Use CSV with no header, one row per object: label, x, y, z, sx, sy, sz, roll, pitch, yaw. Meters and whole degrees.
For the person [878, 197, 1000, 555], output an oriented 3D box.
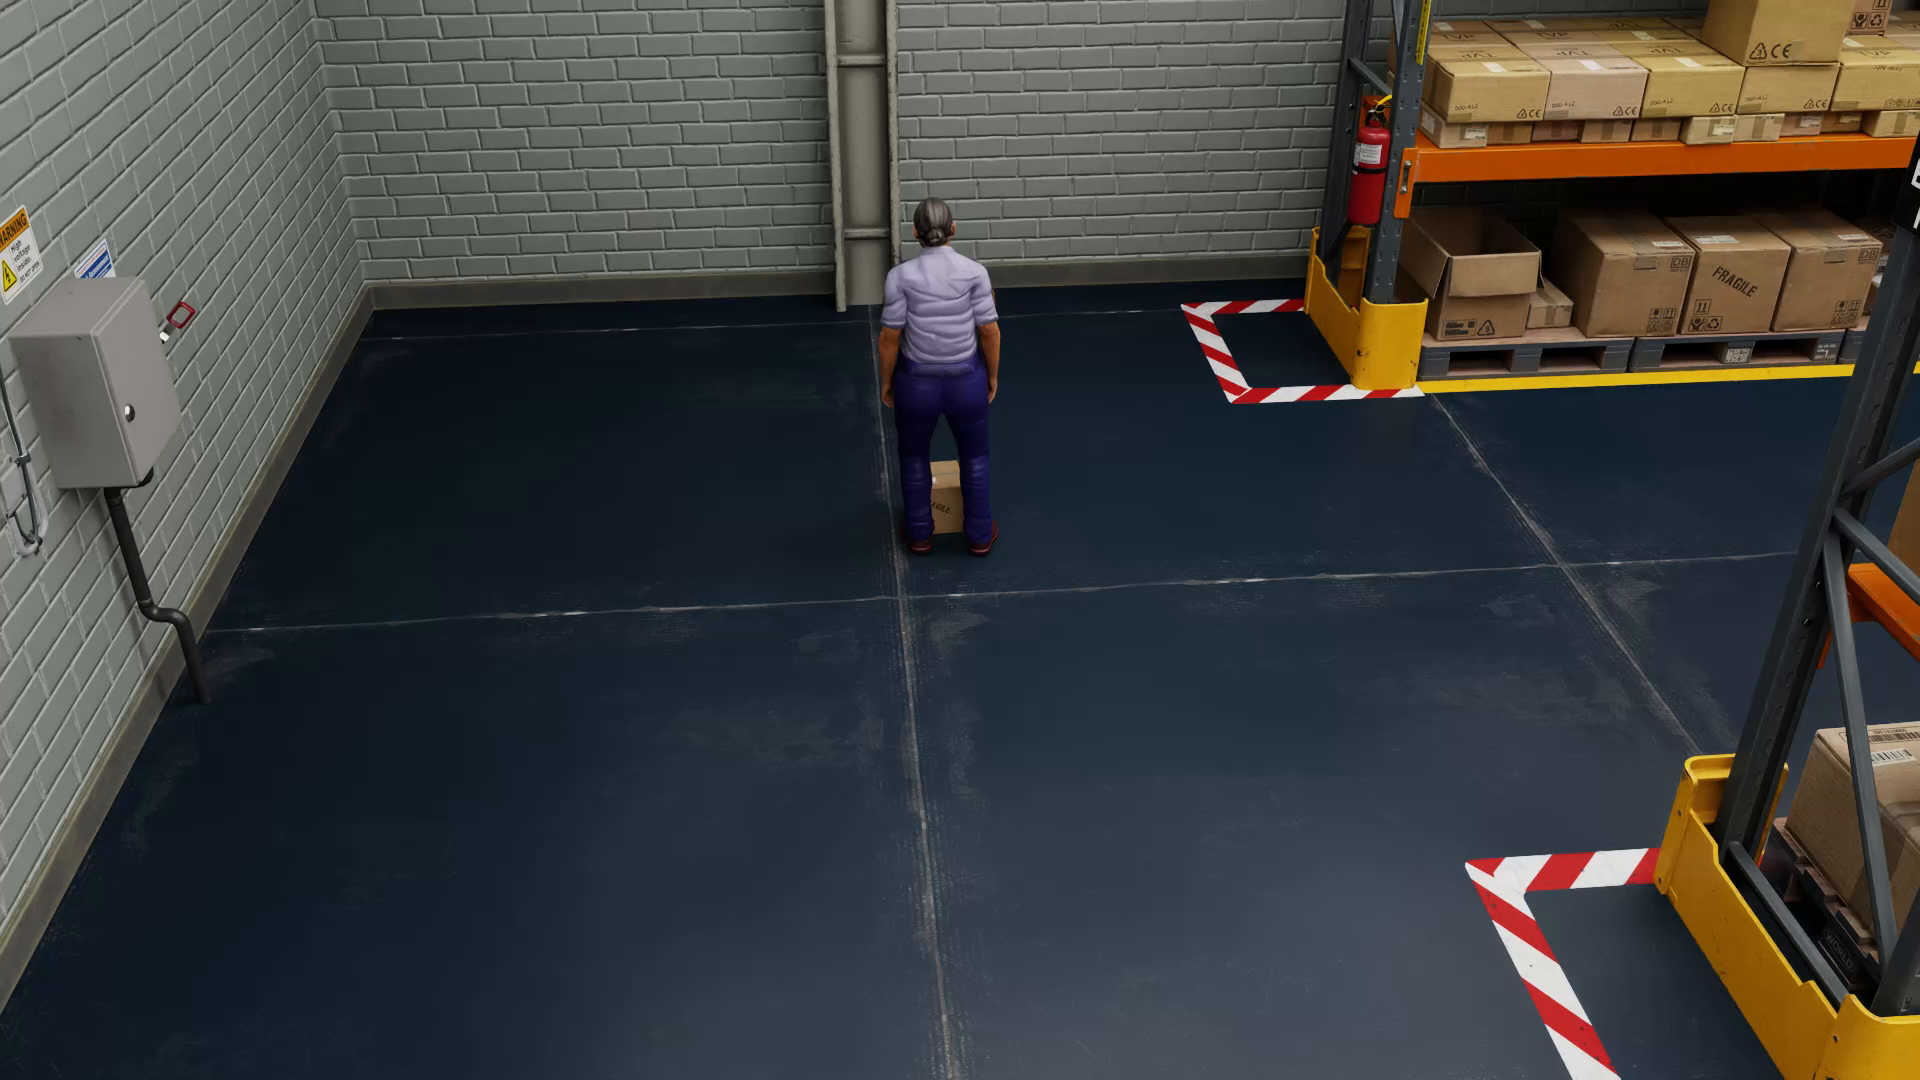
person,-0.083,-0.687,7.270,0.540,1.652,0.413,-3,31,-4
